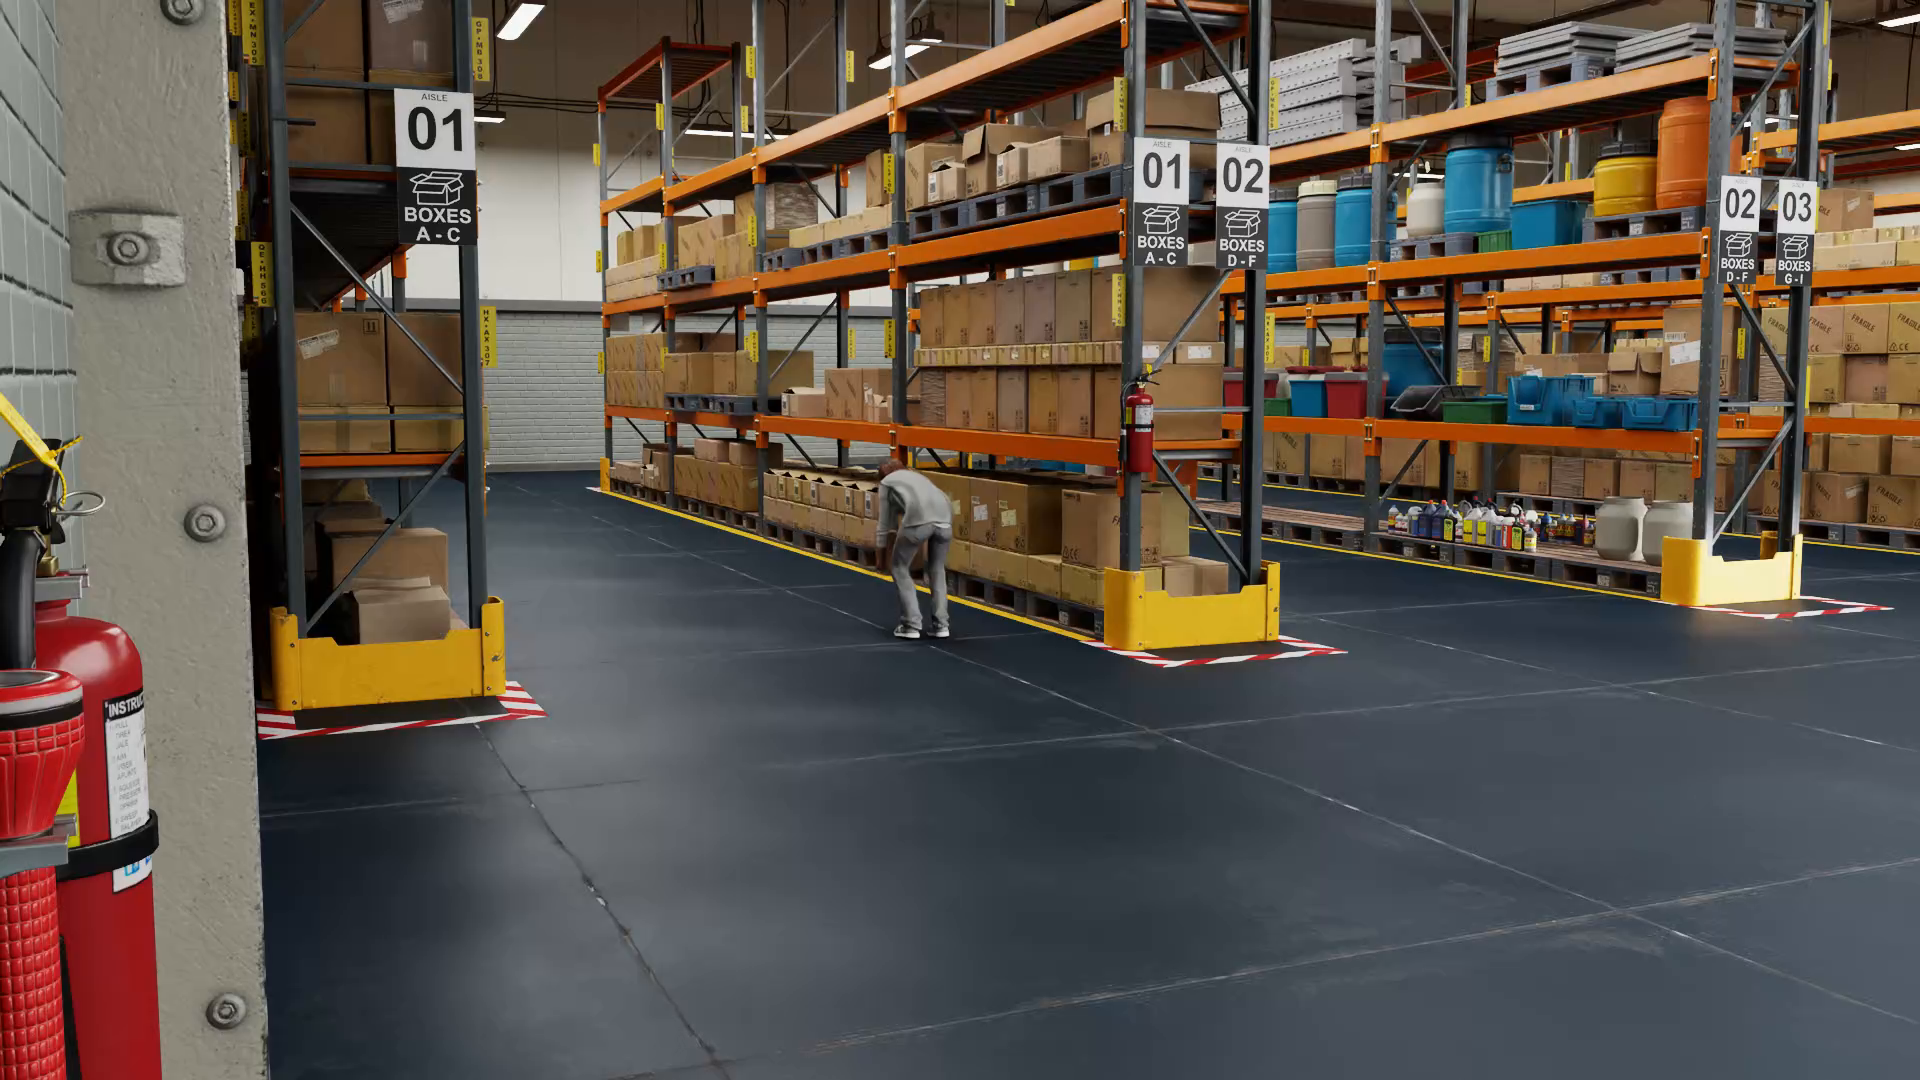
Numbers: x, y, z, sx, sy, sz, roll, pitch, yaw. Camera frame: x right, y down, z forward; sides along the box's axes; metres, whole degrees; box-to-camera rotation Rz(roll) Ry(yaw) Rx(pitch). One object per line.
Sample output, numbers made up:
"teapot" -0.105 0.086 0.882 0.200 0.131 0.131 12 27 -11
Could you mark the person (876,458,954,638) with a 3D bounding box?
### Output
"person" -0.320 0.051 11.110 0.391 1.170 0.829 -3 6 -26
